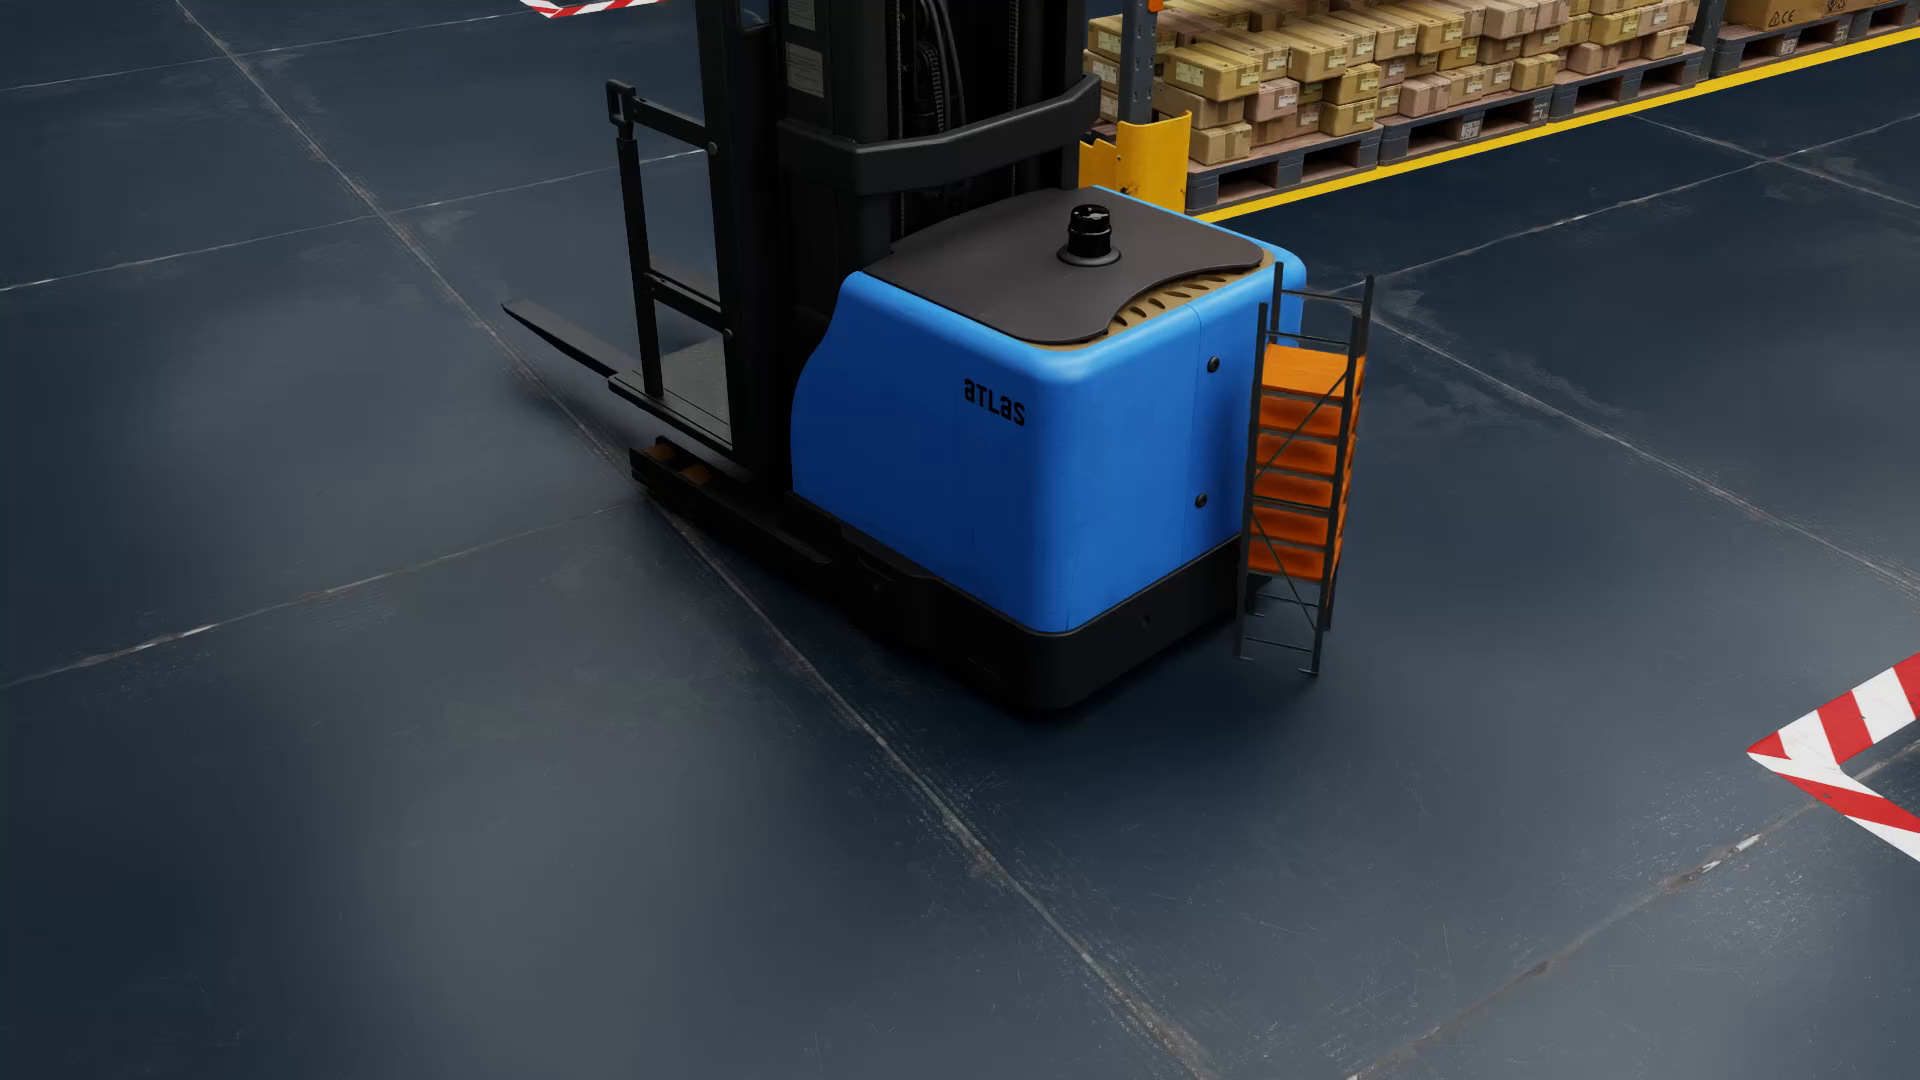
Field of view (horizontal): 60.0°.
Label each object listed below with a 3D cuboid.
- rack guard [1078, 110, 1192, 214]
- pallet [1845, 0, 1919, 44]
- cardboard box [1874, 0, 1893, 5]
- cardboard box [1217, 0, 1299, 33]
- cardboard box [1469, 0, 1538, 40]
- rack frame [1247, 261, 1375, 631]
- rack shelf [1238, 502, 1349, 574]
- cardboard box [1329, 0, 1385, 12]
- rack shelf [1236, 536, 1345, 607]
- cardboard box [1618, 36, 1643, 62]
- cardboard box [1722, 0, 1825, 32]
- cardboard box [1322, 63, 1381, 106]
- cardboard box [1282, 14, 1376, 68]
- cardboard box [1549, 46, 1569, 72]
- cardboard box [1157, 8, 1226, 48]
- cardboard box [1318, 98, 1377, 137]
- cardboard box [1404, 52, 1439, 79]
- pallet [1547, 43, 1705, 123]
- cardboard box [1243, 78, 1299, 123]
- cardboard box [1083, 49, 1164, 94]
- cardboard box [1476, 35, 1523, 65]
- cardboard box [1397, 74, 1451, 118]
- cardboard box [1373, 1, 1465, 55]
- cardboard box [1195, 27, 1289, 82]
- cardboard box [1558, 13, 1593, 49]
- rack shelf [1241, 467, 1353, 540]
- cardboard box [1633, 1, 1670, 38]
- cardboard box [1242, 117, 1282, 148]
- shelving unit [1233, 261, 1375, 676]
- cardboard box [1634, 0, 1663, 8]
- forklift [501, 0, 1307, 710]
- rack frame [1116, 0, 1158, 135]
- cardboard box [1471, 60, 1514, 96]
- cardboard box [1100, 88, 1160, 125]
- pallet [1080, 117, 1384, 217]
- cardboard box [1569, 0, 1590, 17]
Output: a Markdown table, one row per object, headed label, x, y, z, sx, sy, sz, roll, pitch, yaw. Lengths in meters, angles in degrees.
| label | x | y | z | sx | sy | sz | roll | pitch | yaw |
| --- | --- | --- | --- | --- | --- | --- | --- | --- | --- |
| rack guard | 0.577 | -1.860 | 7.730 | 0.348 | 0.500 | 1.175 | -19 | 37 | -27 |
| pallet | 5.555 | -3.452 | 10.525 | 1.213 | 0.211 | 1.003 | -19 | 37 | -27 |
| cardboard box | 5.517 | -3.578 | 10.059 | 0.500 | 0.500 | 0.500 | -18 | 37 | -26 |
| cardboard box | 1.464 | -2.610 | 8.297 | 0.250 | 0.149 | 0.380 | -21 | 38 | -29 |
| cardboard box | 2.661 | -2.645 | 8.353 | 0.250 | 0.149 | 0.380 | -20 | 38 | -29 |
| rack frame | 0.916 | -0.209 | 4.412 | 0.240 | 1.200 | 0.006 | 11 | 44 | 17 |
| rack shelf | 0.894 | -0.028 | 4.458 | 0.258 | 0.103 | 0.180 | 11 | 44 | 17 |
| cardboard box | 1.941 | -2.739 | 8.502 | 0.250 | 0.149 | 0.380 | -20 | 38 | -29 |
| rack shelf | 0.901 | 0.061 | 4.538 | 0.258 | 0.103 | 0.180 | 11 | 44 | 17 |
| cardboard box | 3.466 | -2.719 | 9.028 | 0.250 | 0.149 | 0.380 | -18 | 36 | -26 |
| cardboard box | 4.640 | -3.266 | 9.566 | 0.500 | 0.500 | 0.500 | -17 | 36 | -25 |
| cardboard box | 1.786 | -2.219 | 7.956 | 0.250 | 0.149 | 0.380 | -18 | 36 | -26 |
| cardboard box | 1.749 | -2.375 | 7.925 | 0.250 | 0.149 | 0.380 | -21 | 38 | -30 |
| cardboard box | 2.992 | -2.592 | 8.827 | 0.250 | 0.149 | 0.380 | -20 | 37 | -28 |
| cardboard box | 1.063 | -2.432 | 8.015 | 0.250 | 0.149 | 0.380 | -18 | 37 | -26 |
| cardboard box | 1.782 | -2.087 | 8.025 | 0.250 | 0.149 | 0.380 | -18 | 37 | -27 |
| cardboard box | 2.163 | -2.435 | 8.298 | 0.250 | 0.149 | 0.380 | -17 | 36 | -25 |
| pallet | 3.330 | -2.662 | 9.272 | 1.213 | 0.211 | 1.003 | -19 | 37 | -27 |
| cardboard box | 1.353 | -2.083 | 7.740 | 0.250 | 0.149 | 0.380 | -19 | 37 | -27 |
| cardboard box | 0.802 | -2.273 | 8.042 | 0.250 | 0.149 | 0.380 | -20 | 37 | -29 |
| cardboard box | 2.643 | -2.567 | 8.507 | 0.250 | 0.149 | 0.380 | -21 | 38 | -29 |
| cardboard box | 2.201 | -2.236 | 8.262 | 0.250 | 0.149 | 0.380 | -21 | 38 | -30 |
| cardboard box | 2.233 | -2.507 | 8.134 | 0.250 | 0.149 | 0.380 | -18 | 37 | -27 |
| cardboard box | 1.304 | -2.251 | 7.728 | 0.250 | 0.149 | 0.380 | -18 | 37 | -26 |
| cardboard box | 3.082 | -2.718 | 8.746 | 0.250 | 0.149 | 0.380 | -19 | 37 | -27 |
| rack shelf | 0.887 | -0.118 | 4.378 | 0.258 | 0.103 | 0.180 | 11 | 44 | 17 |
| cardboard box | 3.562 | -2.832 | 8.927 | 0.250 | 0.149 | 0.380 | -21 | 38 | -29 |
| cardboard box | 1.303 | -1.987 | 7.867 | 0.250 | 0.149 | 0.380 | -19 | 37 | -27 |
| shelving unit | 0.885 | -0.151 | 4.349 | 0.258 | 1.200 | 0.189 | 11 | 44 | 17 |
| cardboard box | 3.524 | -2.964 | 8.857 | 0.250 | 0.149 | 0.380 | -18 | 37 | -27 |
| forklift | -0.436 | -1.482 | 4.852 | 1.130 | 2.935 | 3.031 | -27 | 41 | -36 |
| rack frame | 0.513 | -2.895 | 7.028 | 0.127 | 3.000 | 1.000 | -19 | 37 | -27 |
| cardboard box | 2.605 | -2.413 | 8.542 | 0.250 | 0.149 | 0.380 | -18 | 37 | -26 |
| cardboard box | 0.843 | -2.113 | 8.066 | 0.250 | 0.149 | 0.380 | -18 | 37 | -26 |
| pallet | 1.279 | -1.957 | 8.154 | 1.213 | 0.211 | 1.003 | -19 | 37 | -27 |
| cardboard box | 3.058 | -2.848 | 8.675 | 0.250 | 0.149 | 0.380 | -18 | 36 | -26 |
